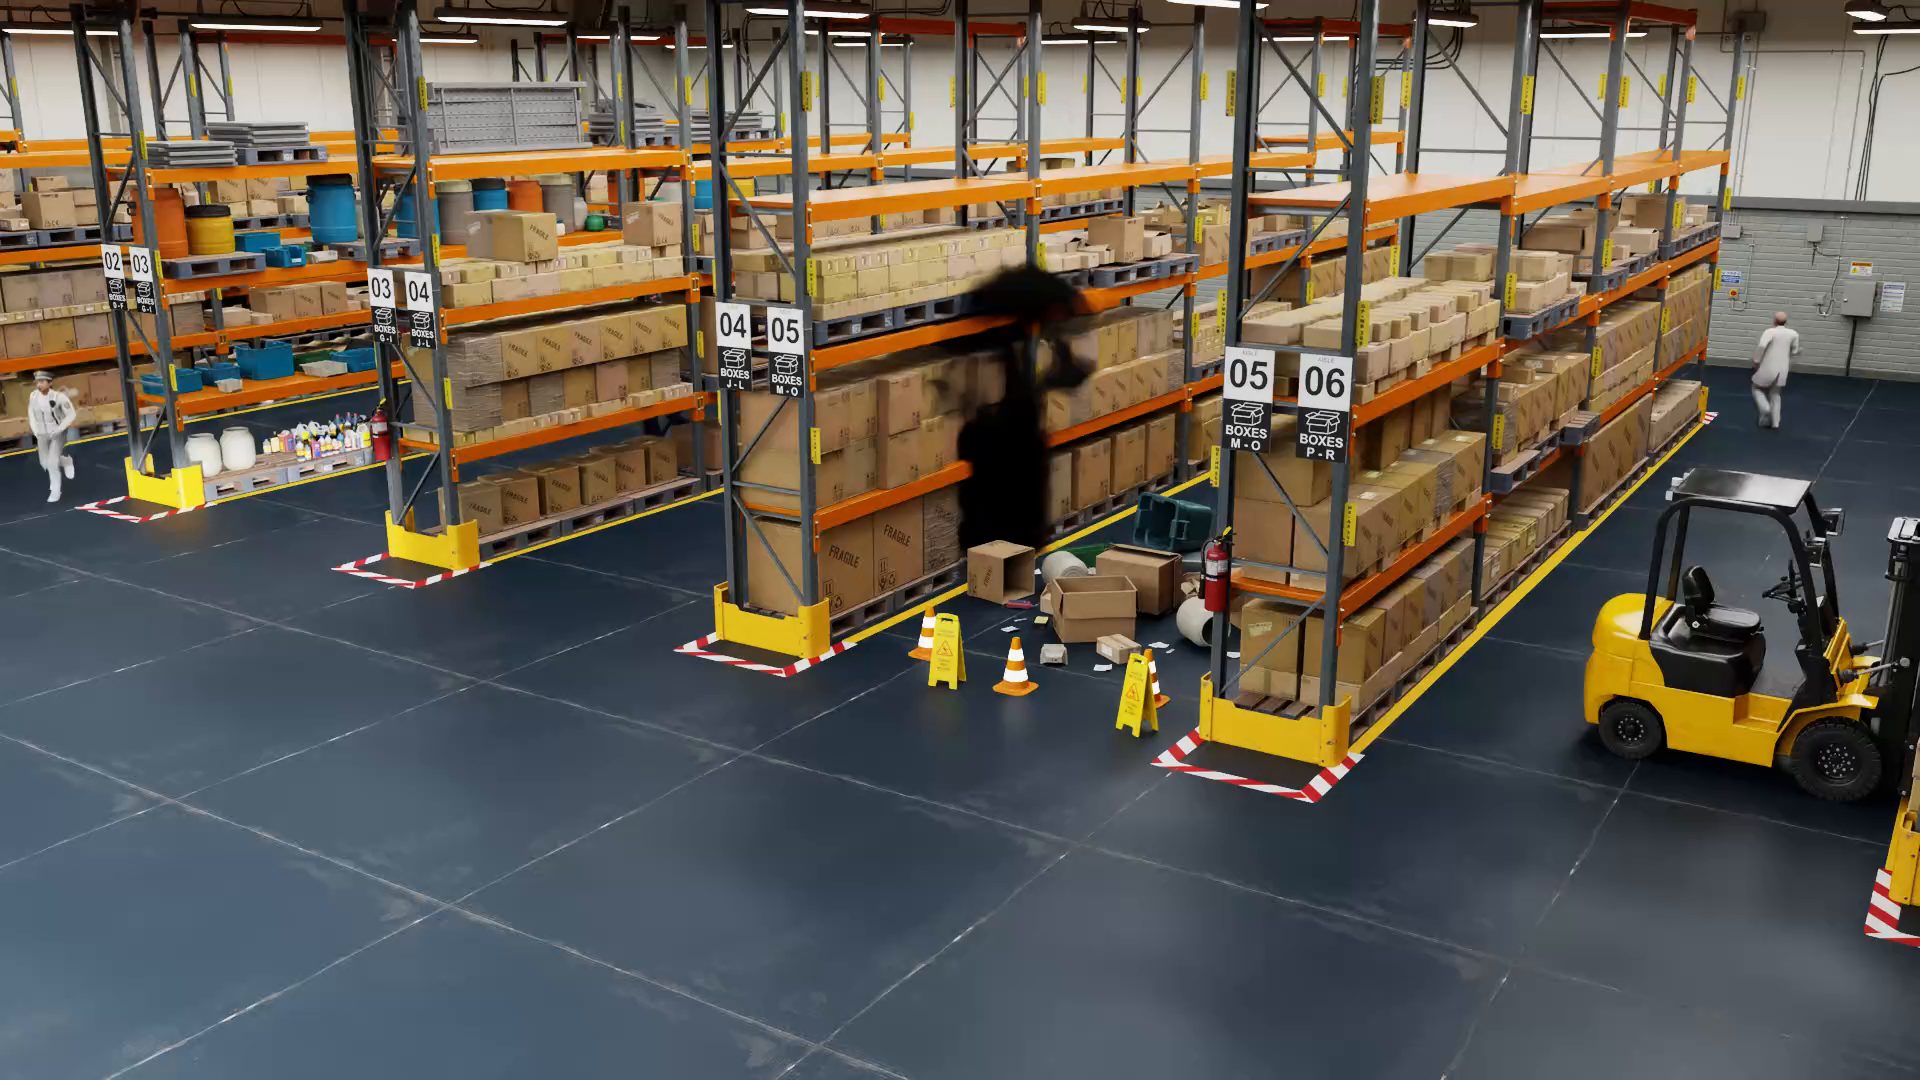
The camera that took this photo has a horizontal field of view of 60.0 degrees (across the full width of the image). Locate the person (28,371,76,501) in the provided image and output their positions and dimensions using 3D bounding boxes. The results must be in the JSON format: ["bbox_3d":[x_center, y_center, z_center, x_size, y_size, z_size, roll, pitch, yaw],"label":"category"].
[{"bbox_3d":[-11.452,-1.358,21.055,0.628,1.649,0.611,1,16,2],"label":"person"}]

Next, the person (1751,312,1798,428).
[{"bbox_3d":[12.337,-2.597,25.304,0.728,1.760,0.678,-1,16,-3],"label":"person"}]

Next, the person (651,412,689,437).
[{"bbox_3d":[-4.139,-1.985,23.554,0.641,1.598,0.975,11,19,34],"label":"person"}]
